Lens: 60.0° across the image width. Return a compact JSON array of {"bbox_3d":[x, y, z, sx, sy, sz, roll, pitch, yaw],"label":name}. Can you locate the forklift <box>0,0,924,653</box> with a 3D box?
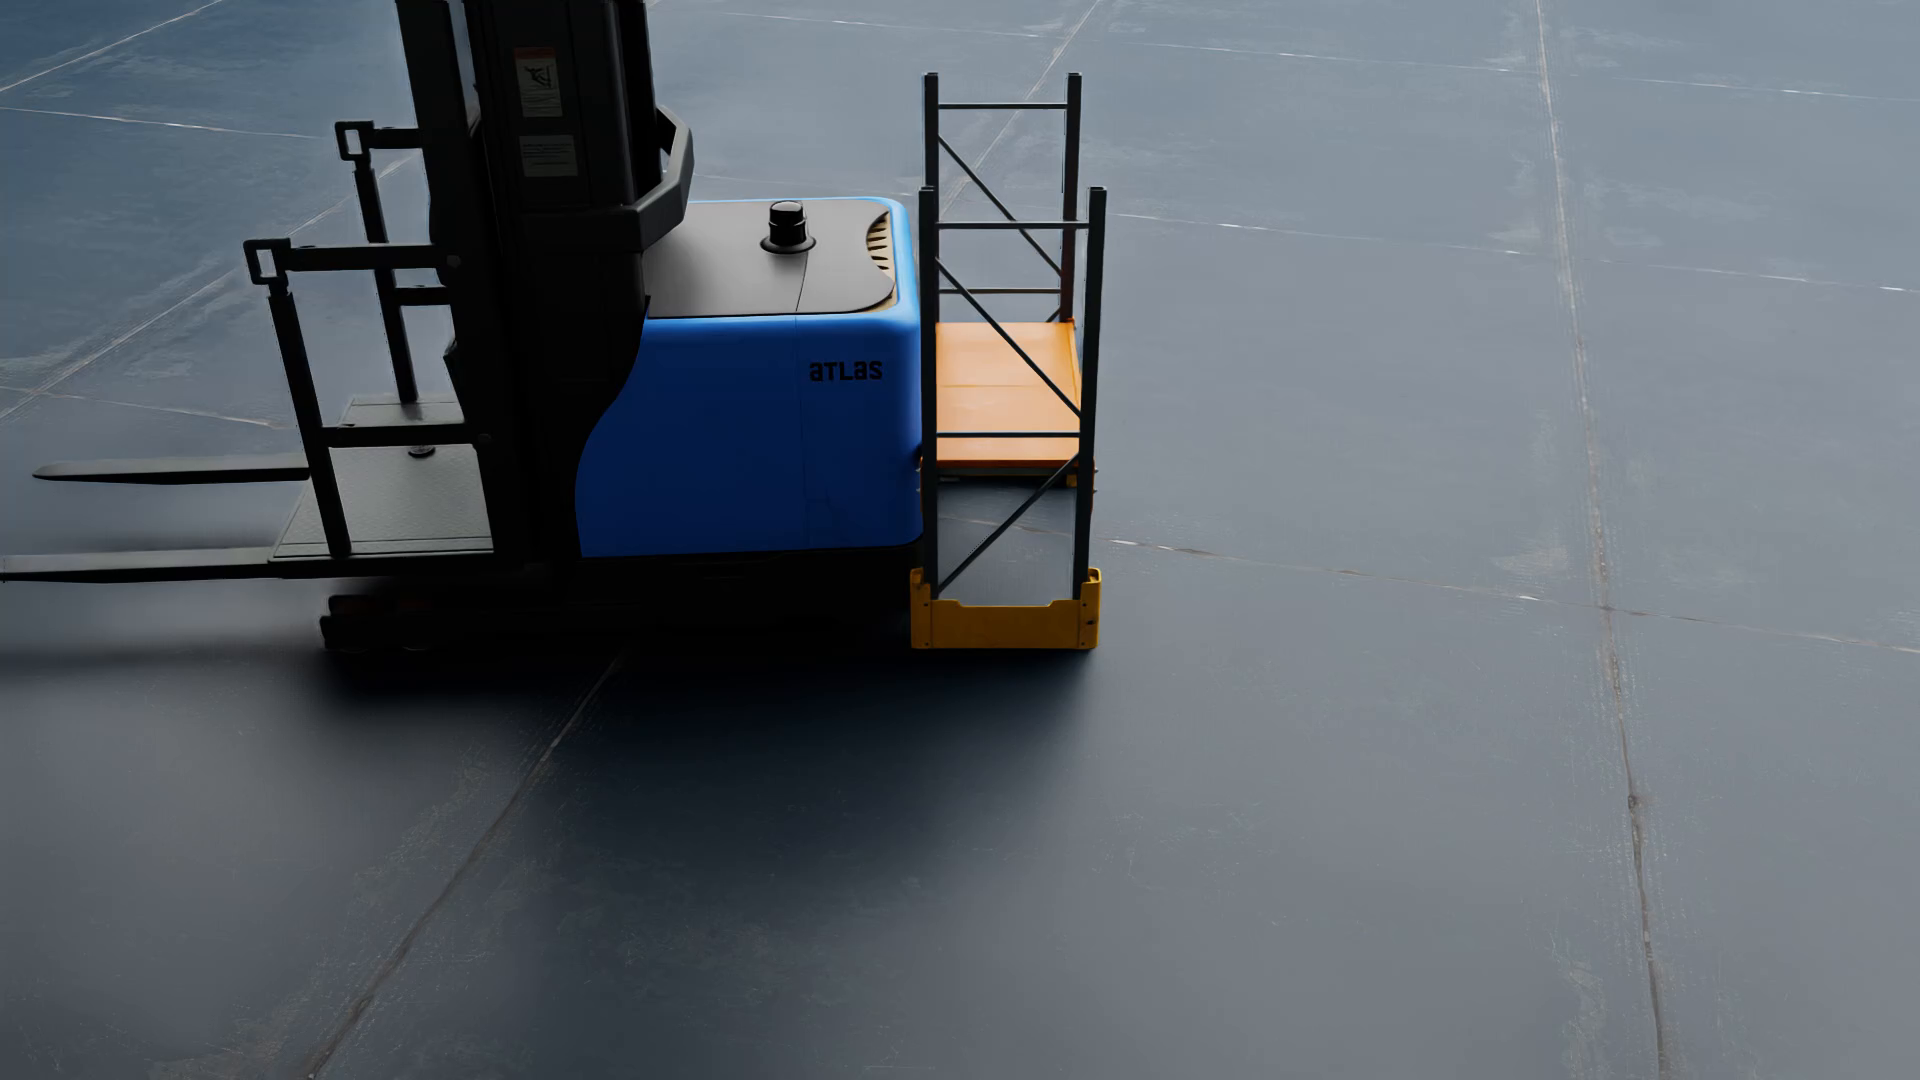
[{"bbox_3d":[-1.643,-1.177,4.869,3.031,2.935,1.130,-2,33,-3],"label":"forklift"}]

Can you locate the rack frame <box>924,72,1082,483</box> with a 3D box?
[{"bbox_3d":[0.137,-0.849,5.687,0.500,1.500,0.032,0,32,0],"label":"rack frame"}]

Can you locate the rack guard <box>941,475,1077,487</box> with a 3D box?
[{"bbox_3d":[0.137,-0.321,6.021,0.587,0.250,0.087,0,32,0],"label":"rack guard"}]

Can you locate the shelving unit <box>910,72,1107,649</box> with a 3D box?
[{"bbox_3d":[0.138,-0.581,5.266,0.587,1.500,1.083,0,32,0],"label":"shelving unit"}]

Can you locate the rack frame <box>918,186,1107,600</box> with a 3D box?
[{"bbox_3d":[0.140,-0.303,4.829,0.500,1.500,0.032,0,32,0],"label":"rack frame"}]

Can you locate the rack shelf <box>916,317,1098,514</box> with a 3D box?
[{"bbox_3d":[0.138,-0.424,5.354,0.538,0.185,1.000,0,32,0],"label":"rack shelf"}]

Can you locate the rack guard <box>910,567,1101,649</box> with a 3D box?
[{"bbox_3d":[0.140,0.214,5.181,0.587,0.250,0.087,0,32,0],"label":"rack guard"}]
